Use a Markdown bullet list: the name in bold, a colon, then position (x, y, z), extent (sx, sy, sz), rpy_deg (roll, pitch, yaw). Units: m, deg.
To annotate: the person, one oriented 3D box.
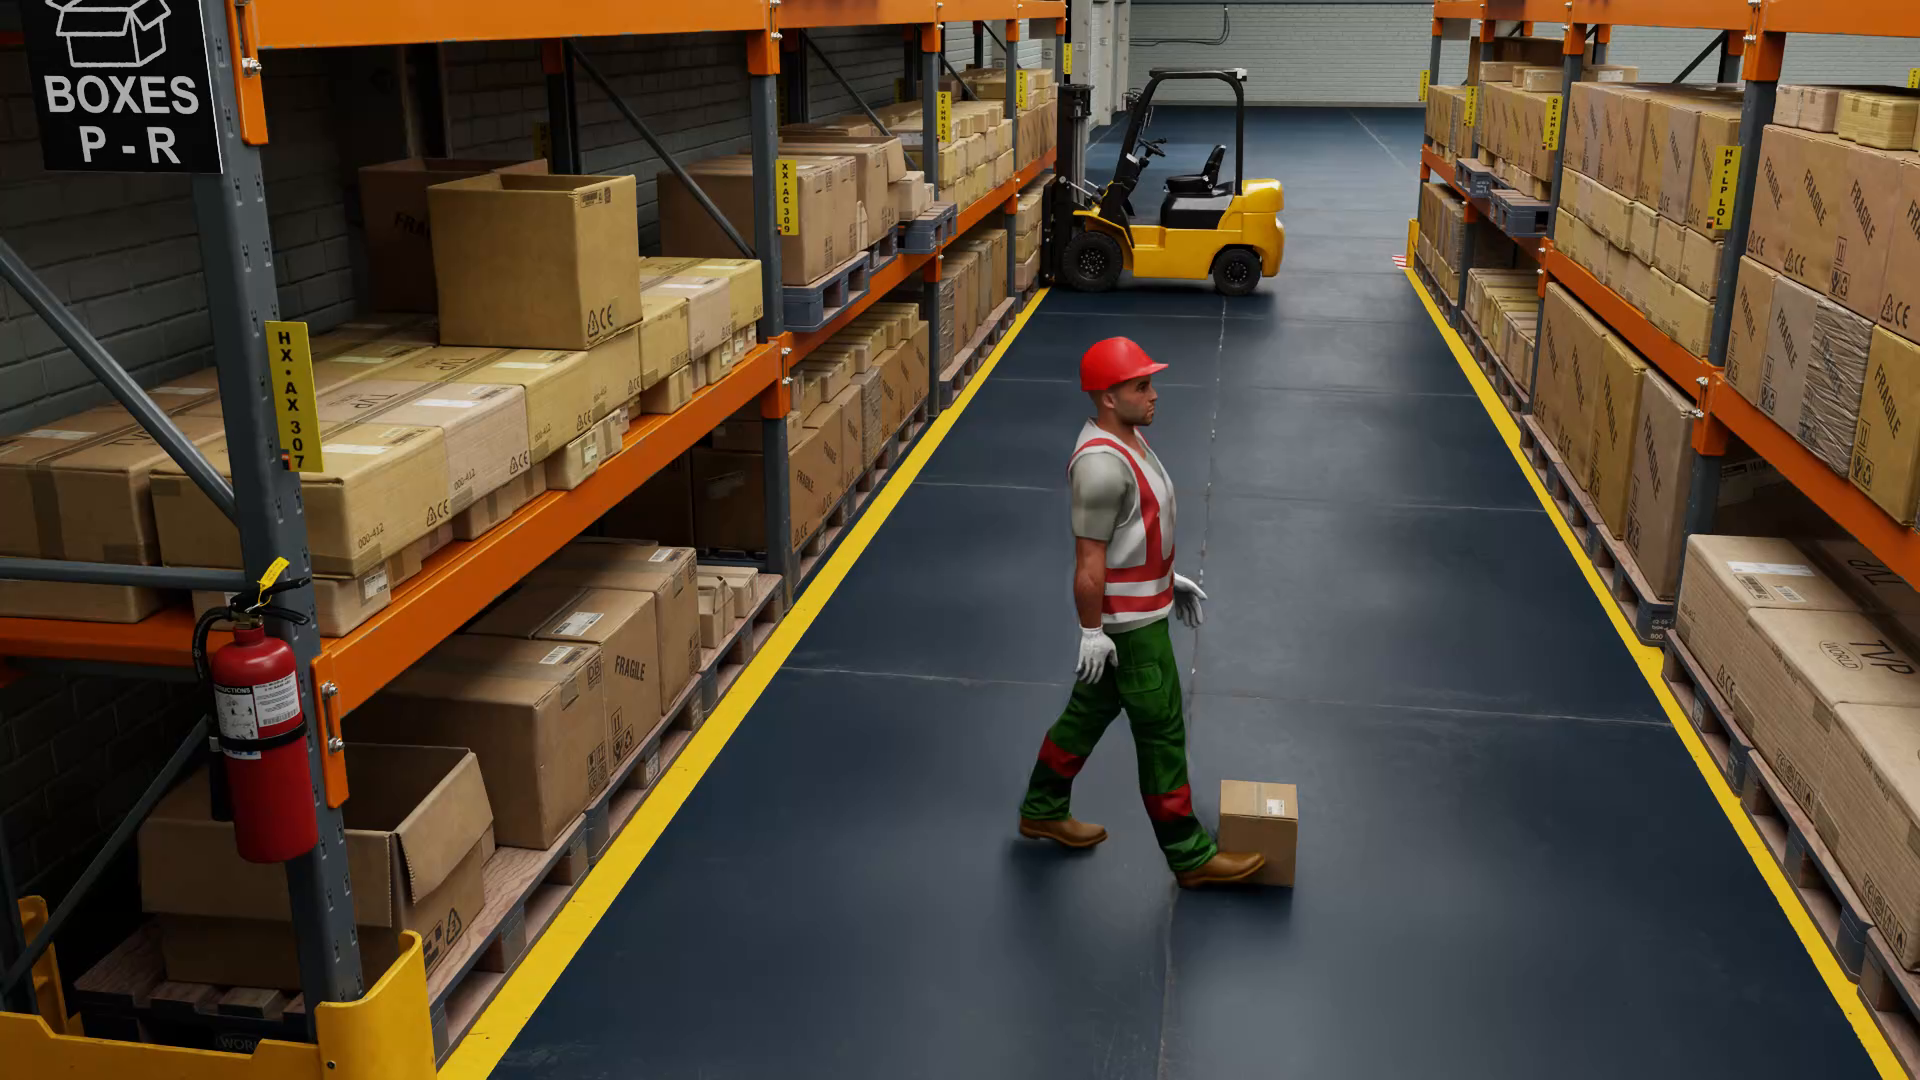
- **person**: position (0.601, 0.233, 5.326), extent (0.827, 1.779, 0.531), rpy_deg (3, 18, 8)
